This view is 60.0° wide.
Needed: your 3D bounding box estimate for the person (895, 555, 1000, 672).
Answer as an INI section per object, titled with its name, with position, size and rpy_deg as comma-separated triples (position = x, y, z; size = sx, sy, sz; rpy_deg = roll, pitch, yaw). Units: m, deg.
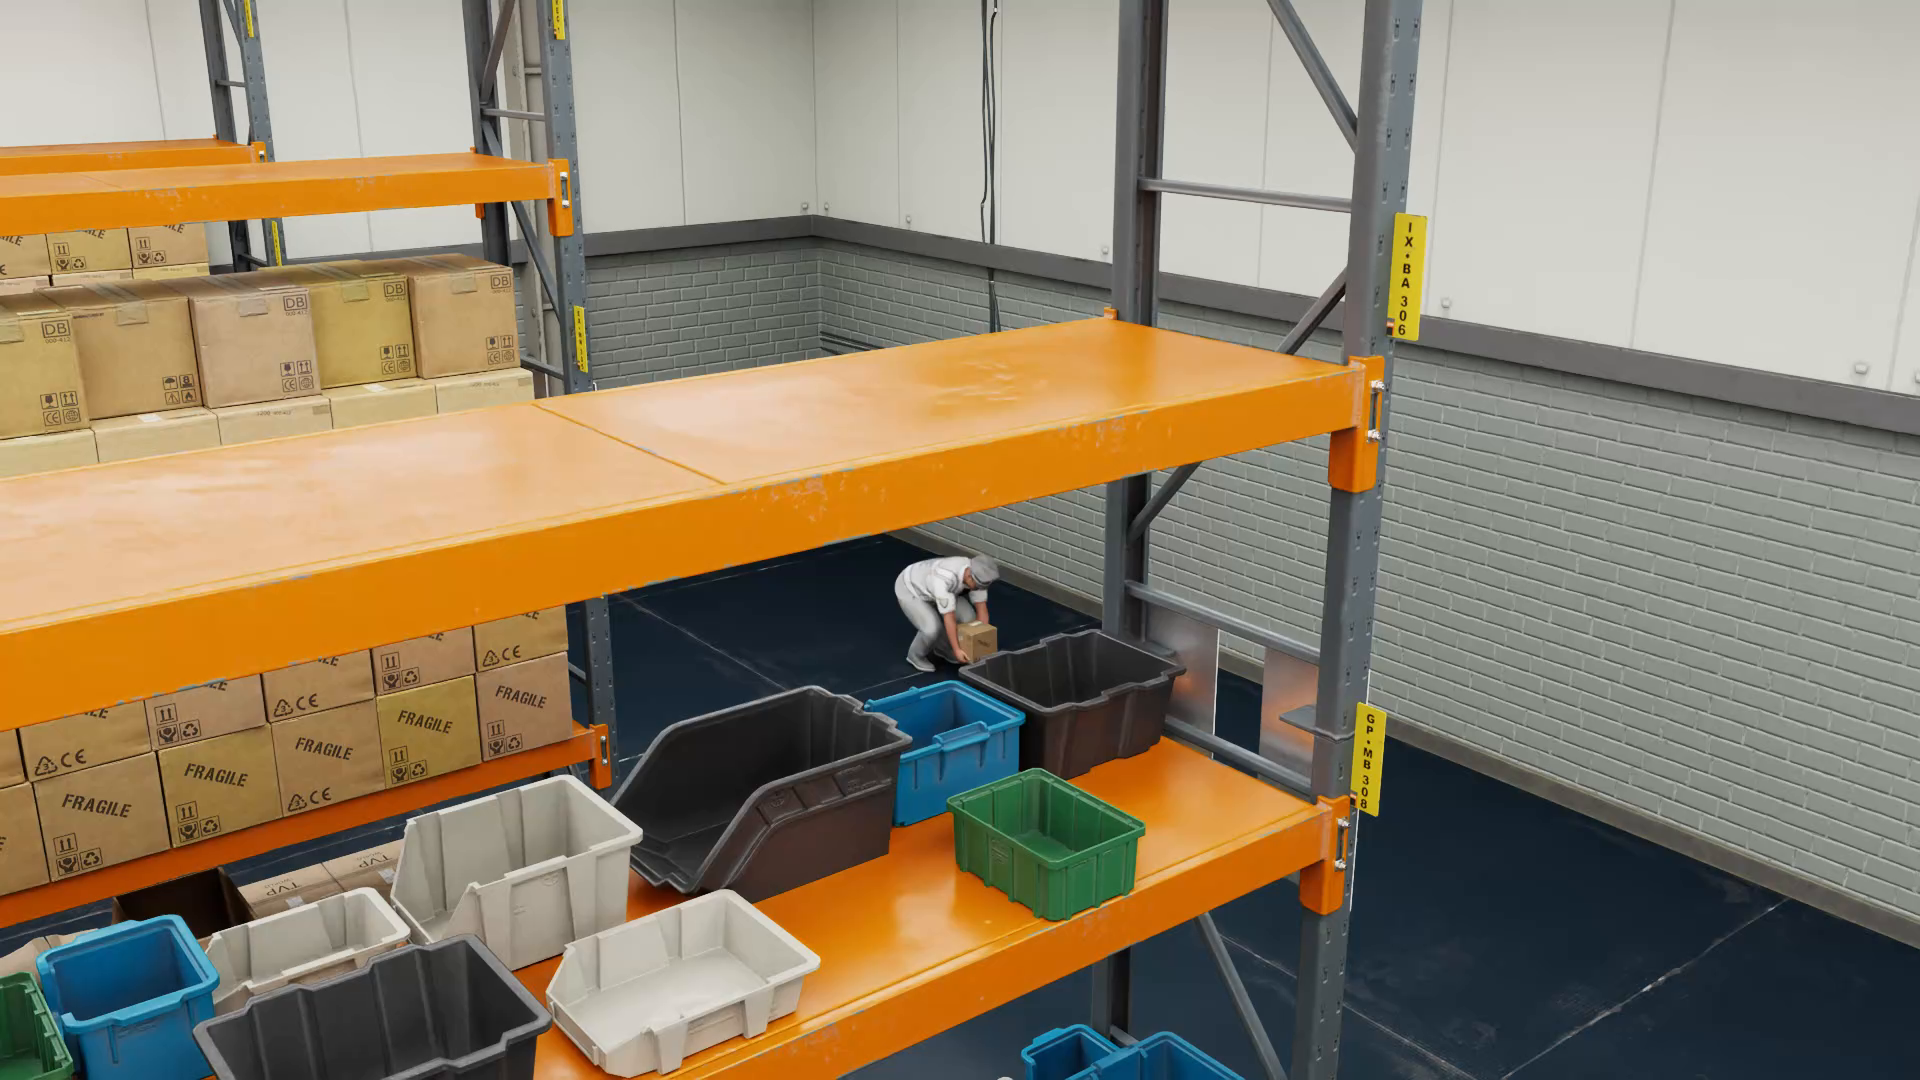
[person]
position = -0.093, 0.546, 13.167
size = 0.535, 1.023, 0.987
rpy_deg = -14, 22, -38
